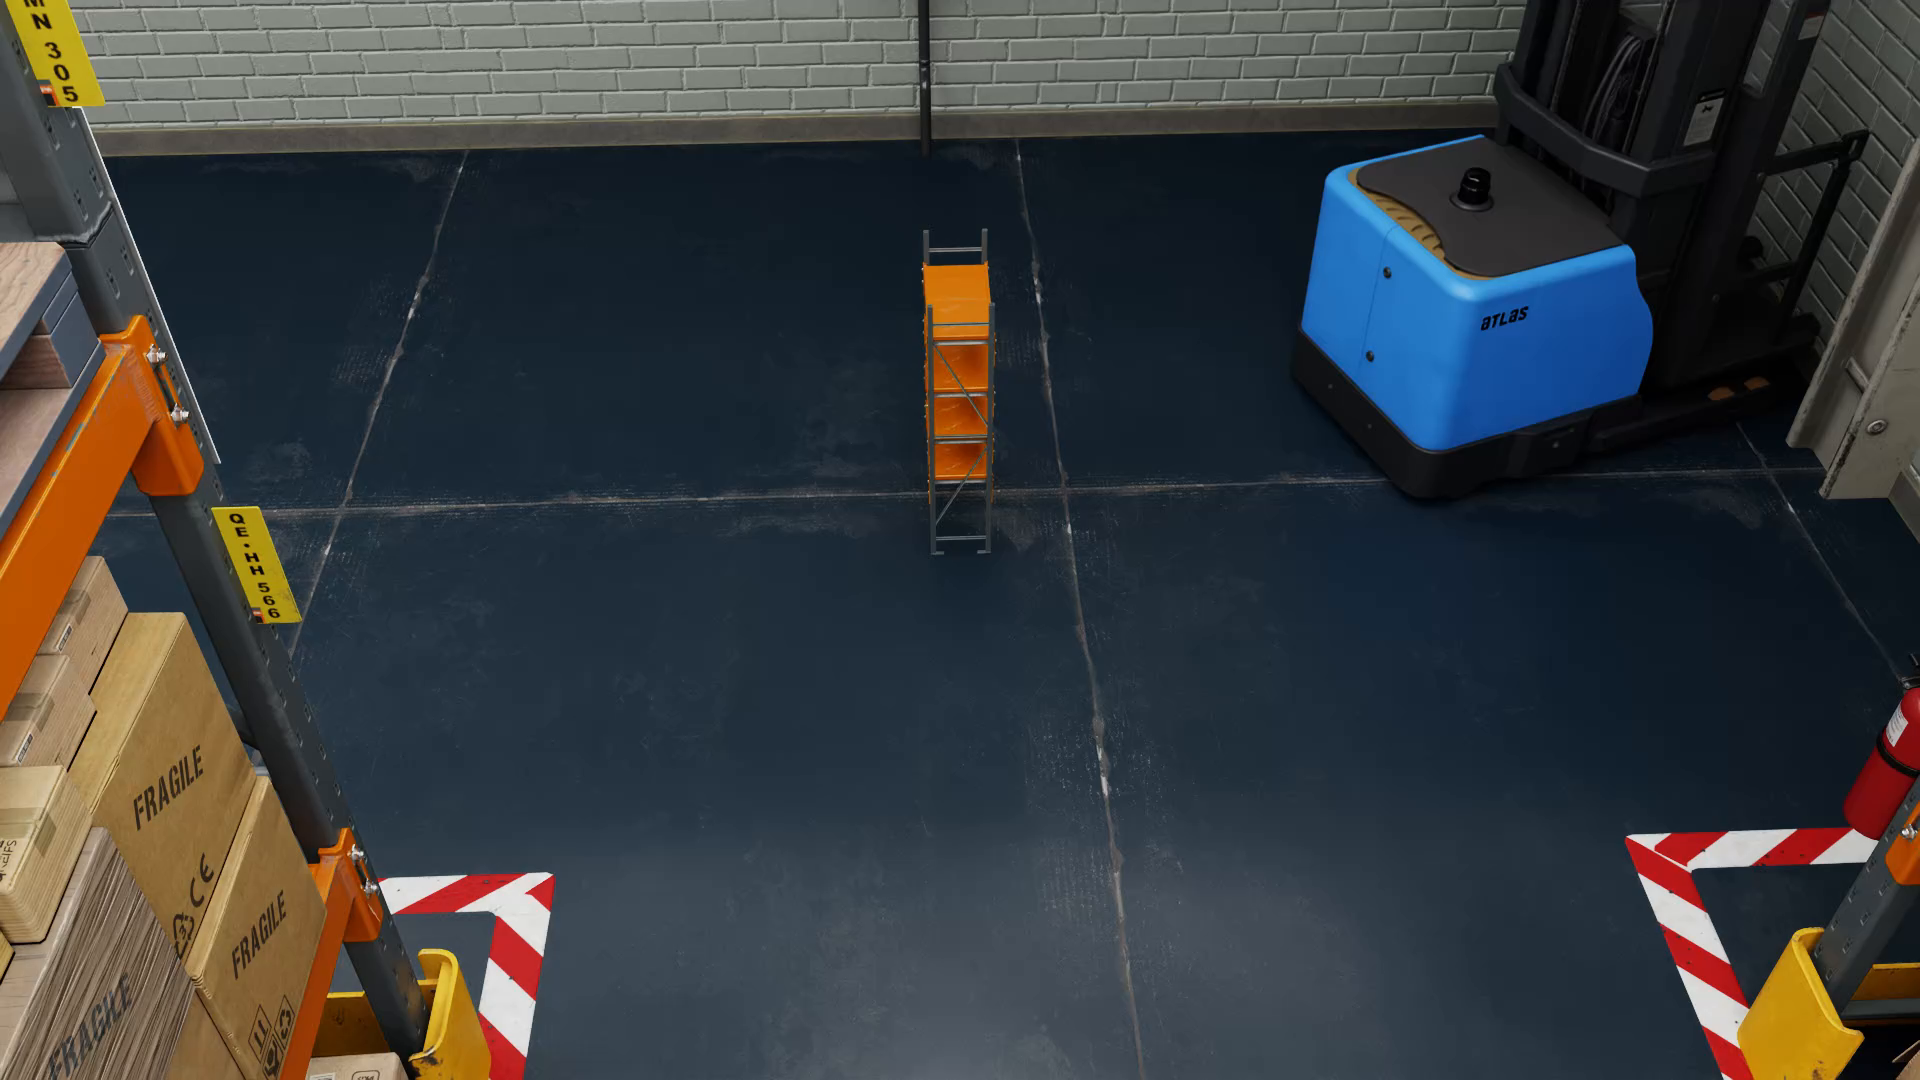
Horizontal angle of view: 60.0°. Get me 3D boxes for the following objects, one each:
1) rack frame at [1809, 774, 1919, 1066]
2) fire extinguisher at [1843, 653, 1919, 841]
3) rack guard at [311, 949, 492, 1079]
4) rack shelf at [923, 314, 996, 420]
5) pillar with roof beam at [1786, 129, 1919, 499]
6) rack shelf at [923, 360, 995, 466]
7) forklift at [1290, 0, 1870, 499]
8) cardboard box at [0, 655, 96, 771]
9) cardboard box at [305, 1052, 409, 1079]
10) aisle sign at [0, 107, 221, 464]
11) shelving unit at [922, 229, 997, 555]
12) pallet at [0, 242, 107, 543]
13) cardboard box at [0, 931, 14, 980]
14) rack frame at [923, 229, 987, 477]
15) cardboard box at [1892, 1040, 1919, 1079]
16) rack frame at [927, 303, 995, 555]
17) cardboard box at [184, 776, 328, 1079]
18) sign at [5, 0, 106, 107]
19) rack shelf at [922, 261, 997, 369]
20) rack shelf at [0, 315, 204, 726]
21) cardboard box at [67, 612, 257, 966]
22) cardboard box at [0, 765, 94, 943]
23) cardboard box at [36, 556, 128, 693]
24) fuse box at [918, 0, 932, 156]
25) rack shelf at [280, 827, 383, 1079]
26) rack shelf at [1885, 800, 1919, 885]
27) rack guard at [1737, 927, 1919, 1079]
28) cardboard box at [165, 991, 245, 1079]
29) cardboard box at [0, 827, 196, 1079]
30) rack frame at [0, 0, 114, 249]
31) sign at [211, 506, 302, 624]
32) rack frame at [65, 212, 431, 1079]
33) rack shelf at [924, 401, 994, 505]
[{"bbox_3d":[2.962,0.431,4.060,1.000,3.000,0.127,-2,43,-2],"label":"rack frame"},{"bbox_3d":[2.494,0.511,4.306,0.296,0.674,0.183,-2,43,-2],"label":"fire extinguisher"},{"bbox_3d":[-1.998,1.481,4.764,1.175,0.500,0.348,-2,43,-2],"label":"rack guard"},{"bbox_3d":[-0.007,-0.669,6.361,0.258,0.148,0.480,-2,43,-2],"label":"rack shelf"},{"bbox_3d":[-0.553,-3.503,3.912,9.100,9.000,0.400,-2,43,-2],"label":"pillar with roof beam"},{"bbox_3d":[-0.007,-0.504,6.512,0.258,0.148,0.480,-2,43,-2],"label":"rack shelf"},{"bbox_3d":[3.053,-1.899,6.653,3.031,2.935,1.130,-16,45,-17],"label":"forklift"},{"bbox_3d":[-1.747,0.339,2.867,0.380,0.149,0.250,-1,43,-1],"label":"cardboard box"},{"bbox_3d":[-1.869,1.808,4.143,0.875,0.438,0.875,-3,43,-3],"label":"cardboard box"},{"bbox_3d":[-1.690,-0.440,3.086,0.394,0.787,0.004,-2,43,-2],"label":"aisle sign"},{"bbox_3d":[-0.007,-0.554,6.466,0.258,1.200,0.503,-2,43,-2],"label":"shelving unit"},{"bbox_3d":[-1.955,0.003,2.372,1.003,0.211,1.213,-2,43,-2],"label":"pallet"},{"bbox_3d":[-1.682,0.682,2.492,0.380,0.149,0.250,-1,43,-1],"label":"cardboard box"},{"bbox_3d":[-0.017,-0.719,6.646,0.240,1.200,0.015,-2,43,-2],"label":"rack frame"},{"bbox_3d":[2.893,1.612,4.308,0.797,0.503,0.637,-3,43,-3],"label":"cardboard box"},{"bbox_3d":[0.003,-0.389,6.287,0.240,1.200,0.015,-2,43,-2],"label":"rack frame"},{"bbox_3d":[-1.712,0.857,3.521,0.500,0.500,0.500,-1,43,-2],"label":"cardboard box"},{"bbox_3d":[-1.454,-0.833,2.622,0.100,0.325,0.005,-2,43,-2],"label":"sign"},{"bbox_3d":[-0.007,-0.844,6.201,0.258,0.148,0.480,-2,43,-2],"label":"rack shelf"},{"bbox_3d":[-1.912,1.086,1.658,1.077,0.370,4.000,-2,43,-2],"label":"rack shelf"},{"bbox_3d":[-1.739,0.489,3.182,0.500,0.500,0.500,0,43,0],"label":"cardboard box"},{"bbox_3d":[-1.652,0.511,2.679,0.380,0.149,0.250,-2,43,-2],"label":"cardboard box"},{"bbox_3d":[-1.782,0.168,3.053,0.380,0.149,0.250,-1,43,-1],"label":"cardboard box"},{"bbox_3d":[-0.155,-2.717,8.448,0.539,1.711,0.414,-2,43,-2],"label":"fuse box"},{"bbox_3d":[-1.912,2.191,2.672,1.077,0.370,4.000,-2,43,-2],"label":"rack shelf"},{"bbox_3d":[3.047,2.046,2.830,1.077,0.370,4.000,-2,43,-2],"label":"rack shelf"},{"bbox_3d":[2.965,1.404,4.848,1.175,0.500,0.348,-2,43,-2],"label":"rack guard"},{"bbox_3d":[-1.706,1.196,3.151,0.500,0.500,0.500,-2,43,-3],"label":"cardboard box"},{"bbox_3d":[-1.687,0.841,2.798,0.500,0.500,0.500,-2,43,-2],"label":"cardboard box"},{"bbox_3d":[-1.997,-1.636,1.875,1.000,3.000,0.127,-2,43,-2],"label":"rack frame"},{"bbox_3d":[-1.454,0.056,3.437,0.100,0.325,0.005,-2,43,-2],"label":"sign"},{"bbox_3d":[-1.997,0.576,3.902,1.000,3.000,0.127,-2,43,-2],"label":"rack frame"},{"bbox_3d":[-0.007,-0.358,6.646,0.258,0.148,0.480,-2,43,-2],"label":"rack shelf"}]
